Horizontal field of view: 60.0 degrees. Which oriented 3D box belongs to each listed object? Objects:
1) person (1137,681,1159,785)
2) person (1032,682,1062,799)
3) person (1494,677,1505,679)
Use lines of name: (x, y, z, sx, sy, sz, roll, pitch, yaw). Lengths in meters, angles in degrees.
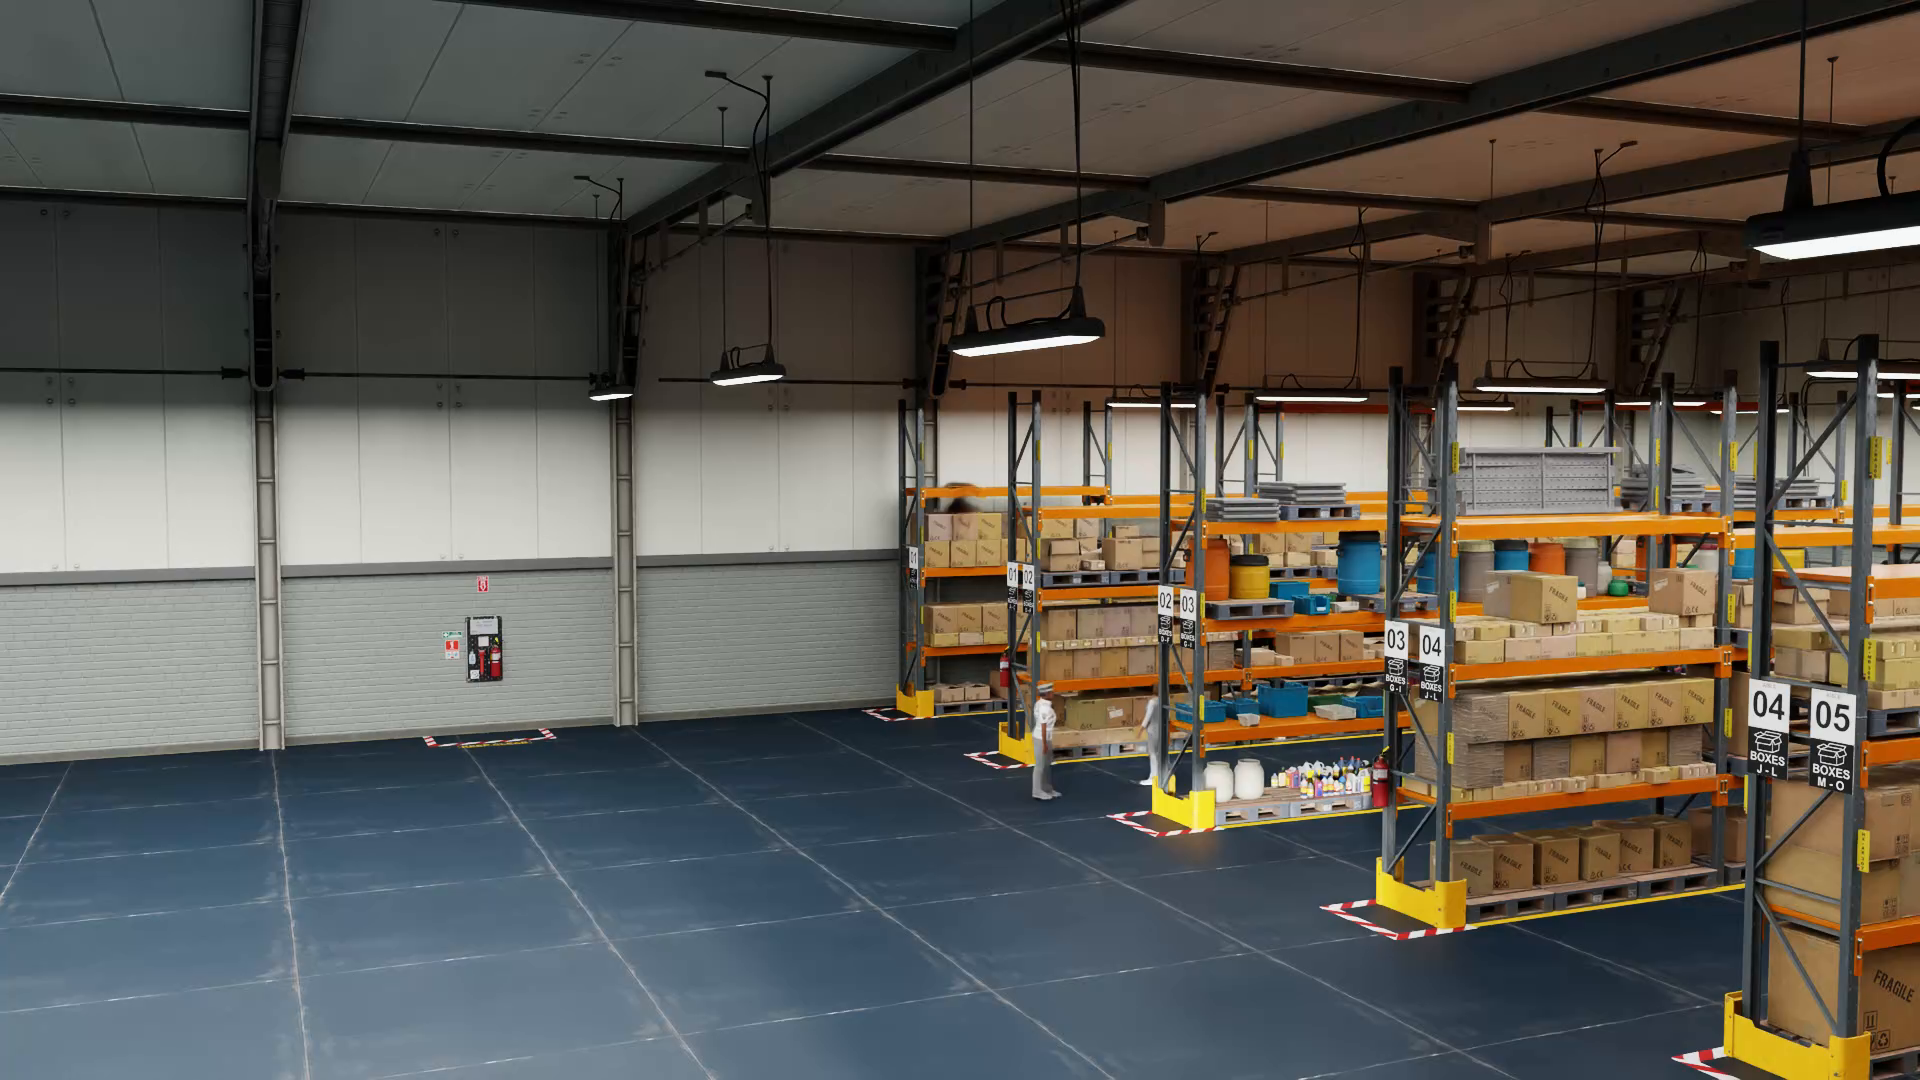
person: (2.910, 2.934, 25.043, 0.416, 1.602, 0.431, 2, 4, 28)
person: (1.260, 2.915, 24.136, 0.426, 1.699, 0.479, 0, 3, 5)
person: (8.865, 2.662, 27.471, 0.582, 1.776, 0.408, -1, 4, -19)
